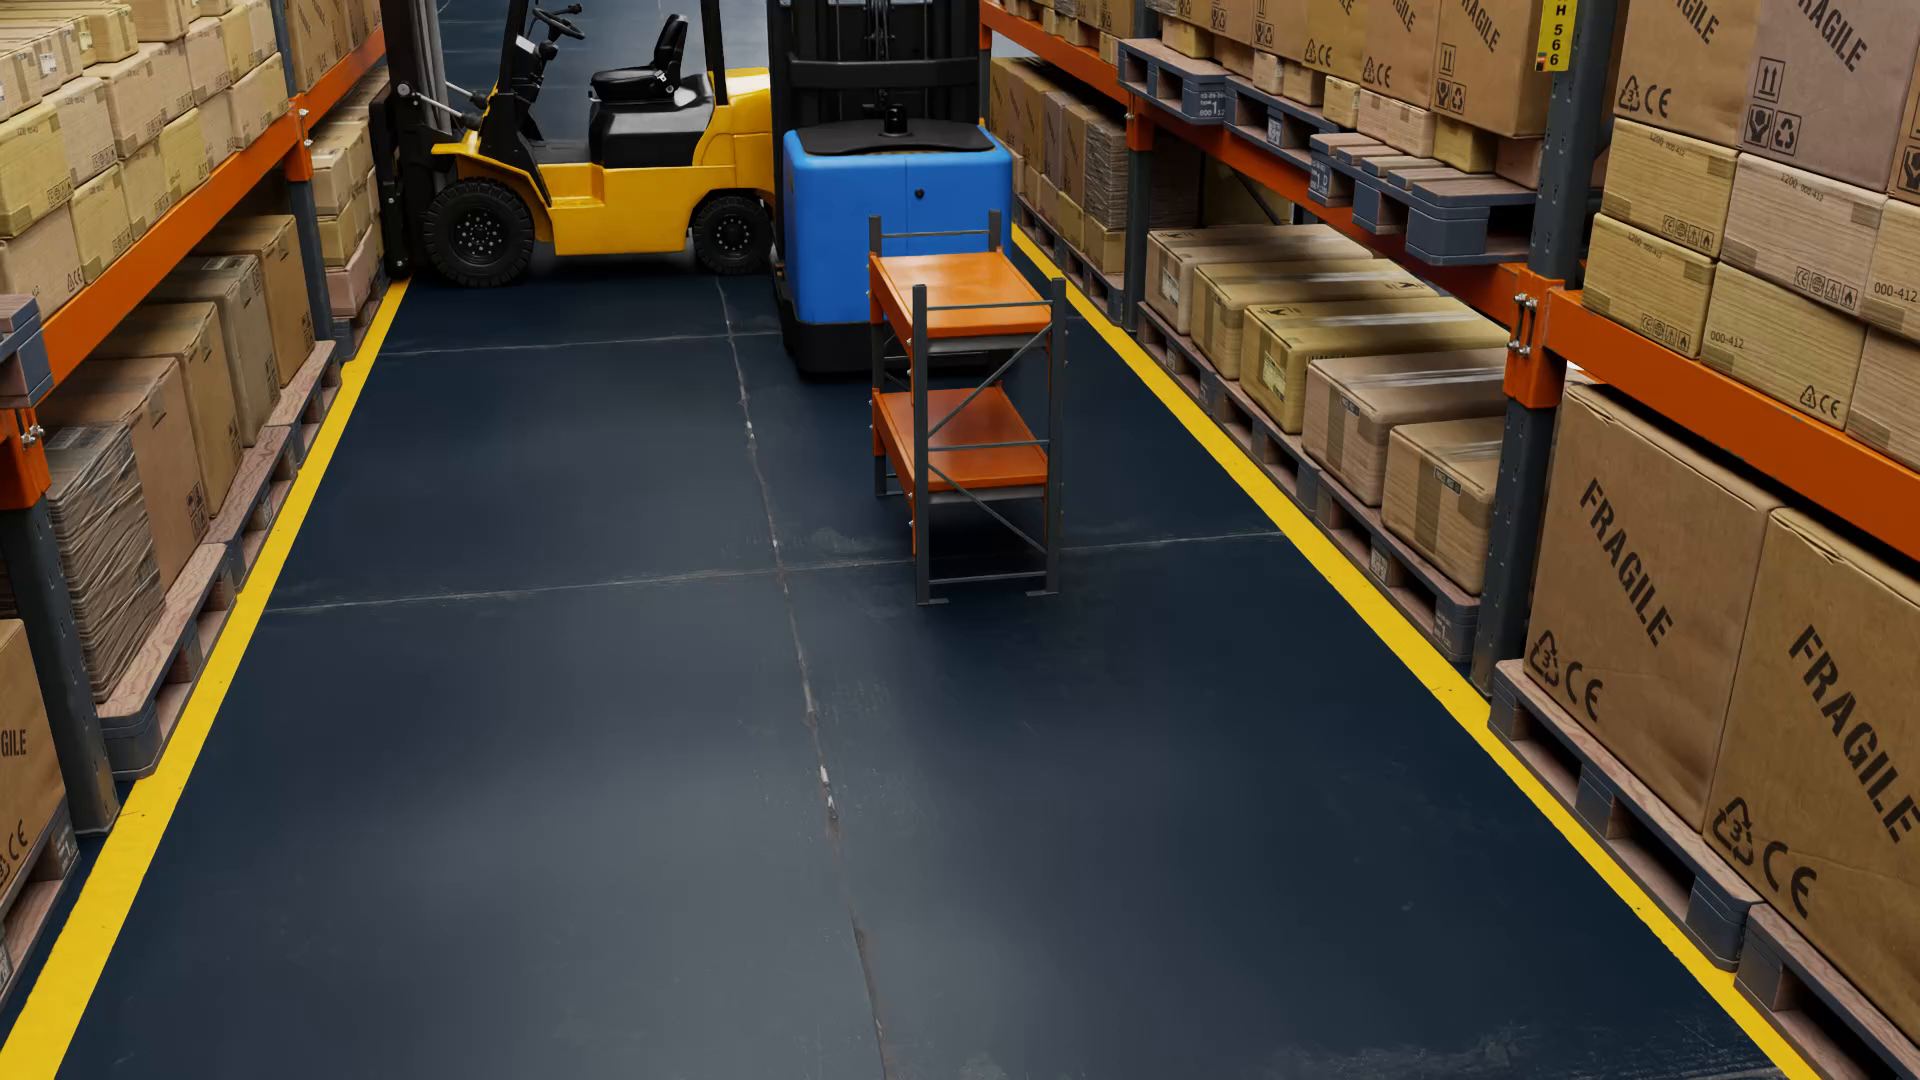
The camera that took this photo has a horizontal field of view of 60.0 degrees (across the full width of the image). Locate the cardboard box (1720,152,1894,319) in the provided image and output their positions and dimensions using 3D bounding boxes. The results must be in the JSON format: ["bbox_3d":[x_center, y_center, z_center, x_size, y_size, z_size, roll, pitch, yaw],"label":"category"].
[{"bbox_3d":[2.047,-0.680,3.623,0.500,0.250,0.500,-4,24,-8],"label":"cardboard box"}]

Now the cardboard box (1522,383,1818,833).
[{"bbox_3d":[2.147,0.118,4.362,0.875,0.875,0.875,-5,24,-10],"label":"cardboard box"}]

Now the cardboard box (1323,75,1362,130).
[{"bbox_3d":[1.495,-1.533,5.801,0.380,0.149,0.250,-4,24,-9],"label":"cardboard box"}]

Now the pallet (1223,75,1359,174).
[{"bbox_3d":[1.695,-1.629,6.471,1.003,0.211,1.213,-4,24,-10],"label":"pallet"}]

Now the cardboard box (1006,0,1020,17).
[{"bbox_3d":[0.513,-3.512,10.857,0.380,0.149,0.250,-4,24,-9],"label":"cardboard box"}]

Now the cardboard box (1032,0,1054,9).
[{"bbox_3d":[0.733,-3.460,9.927,0.500,0.500,0.500,-5,24,-11],"label":"cardboard box"}]

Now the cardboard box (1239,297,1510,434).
[{"bbox_3d":[1.727,-0.741,6.956,0.950,0.372,0.625,-4,24,-8],"label":"cardboard box"}]

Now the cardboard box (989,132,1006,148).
[{"bbox_3d":[0.499,-2.682,11.555,0.500,0.250,0.500,-5,24,-10],"label":"cardboard box"}]

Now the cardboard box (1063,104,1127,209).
[{"bbox_3d":[0.893,-2.203,9.521,0.500,0.500,0.500,-4,24,-9],"label":"cardboard box"}]

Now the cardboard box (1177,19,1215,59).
[{"bbox_3d":[1.191,-2.252,7.448,0.380,0.149,0.250,-4,24,-9],"label":"cardboard box"}]

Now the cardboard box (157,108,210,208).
[{"bbox_3d":[-2.903,-1.301,5.667,0.500,0.250,0.500,-4,24,-8],"label":"cardboard box"}]

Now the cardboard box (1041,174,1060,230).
[{"bbox_3d":[0.790,-2.068,10.149,0.500,0.250,0.500,-4,24,-9],"label":"cardboard box"}]

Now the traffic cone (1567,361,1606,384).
[{"bbox_3d":[2.967,-0.968,7.888,0.336,0.463,0.334,-4,24,-10],"label":"traffic cone"}]

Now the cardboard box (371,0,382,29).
[{"bbox_3d":[-3.820,-3.386,10.130,0.500,0.500,0.500,-4,24,-8],"label":"cardboard box"}]

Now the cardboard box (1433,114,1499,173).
[{"bbox_3d":[1.689,-1.230,5.108,0.380,0.149,0.250,-4,24,-9],"label":"cardboard box"}]

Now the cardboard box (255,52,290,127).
[{"bbox_3d":[-3.166,-1.898,7.035,0.500,0.250,0.500,-4,24,-9],"label":"cardboard box"}]

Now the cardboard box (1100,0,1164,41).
[{"bbox_3d":[1.035,-2.853,8.538,0.500,0.500,0.500,-5,24,-11],"label":"cardboard box"}]

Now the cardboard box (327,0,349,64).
[{"bbox_3d":[-3.549,-2.788,8.761,0.500,0.500,0.500,-5,24,-10],"label":"cardboard box"}]

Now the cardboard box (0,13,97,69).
[{"bbox_3d":[-2.806,-1.465,4.921,0.380,0.149,0.250,-4,24,-9],"label":"cardboard box"}]

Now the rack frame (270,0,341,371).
[{"bbox_3d":[-3.516,-2.146,7.415,1.000,3.000,0.127,-4,24,-10],"label":"rack frame"}]

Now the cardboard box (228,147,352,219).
[{"bbox_3d":[-3.297,-1.750,8.170,0.500,0.250,0.500,-5,24,-11],"label":"cardboard box"}]

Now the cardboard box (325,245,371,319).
[{"bbox_3d":[-3.280,-1.293,8.373,0.500,0.250,0.500,-4,24,-9],"label":"cardboard box"}]

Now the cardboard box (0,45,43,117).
[{"bbox_3d":[-2.596,-1.167,4.240,0.380,0.149,0.250,-4,24,-9],"label":"cardboard box"}]

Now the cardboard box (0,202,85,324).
[{"bbox_3d":[-2.618,-0.696,4.283,0.500,0.250,0.500,-4,24,-10],"label":"cardboard box"}]

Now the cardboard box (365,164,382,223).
[{"bbox_3d":[-3.479,-1.917,9.177,0.500,0.250,0.500,-5,24,-10],"label":"cardboard box"}]

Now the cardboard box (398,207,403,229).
[{"bbox_3d":[-3.574,-1.893,9.748,0.500,0.250,0.500,-4,24,-8],"label":"cardboard box"}]

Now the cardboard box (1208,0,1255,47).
[{"bbox_3d":[1.338,-2.291,6.726,0.500,0.500,0.500,-4,24,-10],"label":"cardboard box"}]

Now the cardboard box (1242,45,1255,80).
[{"bbox_3d":[1.369,-1.945,6.744,0.380,0.149,0.250,-4,24,-9],"label":"cardboard box"}]

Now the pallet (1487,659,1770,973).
[{"bbox_3d":[2.173,0.653,4.492,1.003,0.211,1.213,-4,24,-10],"label":"pallet"}]

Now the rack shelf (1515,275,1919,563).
[{"bbox_3d":[2.471,0.175,3.000,1.077,0.370,4.000,-4,24,-10],"label":"rack shelf"}]

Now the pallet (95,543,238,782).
[{"bbox_3d":[-2.890,0.379,5.119,1.003,0.211,1.213,-4,24,-10],"label":"pallet"}]

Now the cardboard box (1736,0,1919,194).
[{"bbox_3d":[2.053,-1.039,3.506,0.500,0.500,0.500,-4,24,-10],"label":"cardboard box"}]

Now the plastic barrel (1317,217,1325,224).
[{"bbox_3d":[2.492,-2.207,10.774,0.512,0.421,0.421,13,27,27],"label":"plastic barrel"}]

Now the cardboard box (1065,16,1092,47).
[{"bbox_3d":[0.811,-2.903,9.462,0.380,0.149,0.250,-5,24,-11],"label":"cardboard box"}]

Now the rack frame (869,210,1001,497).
[{"bbox_3d":[-0.093,-0.713,6.477,0.500,1.125,0.032,-4,24,-10],"label":"rack frame"}]

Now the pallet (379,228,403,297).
[{"bbox_3d":[-3.851,-1.665,9.797,1.003,0.211,1.213,-4,24,-10],"label":"pallet"}]

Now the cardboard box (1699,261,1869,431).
[{"bbox_3d":[2.057,-0.461,3.744,0.500,0.250,0.500,-5,24,-11],"label":"cardboard box"}]

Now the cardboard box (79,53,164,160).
[{"bbox_3d":[-2.789,-1.329,5.109,0.500,0.250,0.500,-5,24,-11],"label":"cardboard box"}]

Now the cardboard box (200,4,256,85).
[{"bbox_3d":[-3.072,-1.930,6.484,0.500,0.250,0.500,-5,24,-11],"label":"cardboard box"}]

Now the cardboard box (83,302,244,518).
[{"bbox_3d":[-3.131,-0.444,5.961,0.875,0.625,0.625,-5,24,-12],"label":"cardboard box"}]

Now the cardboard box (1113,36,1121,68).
[{"bbox_3d":[1.002,-2.503,8.547,0.380,0.149,0.250,-5,24,-10],"label":"cardboard box"}]

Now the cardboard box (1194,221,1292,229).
[{"bbox_3d":[1.518,-1.699,9.303,0.500,0.250,0.500,-5,24,-12],"label":"cardboard box"}]

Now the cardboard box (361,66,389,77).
[{"bbox_3d":[-3.864,-2.951,10.922,0.500,0.250,0.500,-4,24,-8],"label":"cardboard box"}]

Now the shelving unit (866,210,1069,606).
[{"bbox_3d":[0.001,-0.513,6.019,0.538,1.125,1.048,-4,24,-10],"label":"shelving unit"}]

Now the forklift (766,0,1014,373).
[{"bbox_3d":[-0.481,-2.696,8.761,1.130,2.935,3.031,-4,24,-8],"label":"forklift"}]

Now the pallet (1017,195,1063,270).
[{"bbox_3d":[0.974,-1.979,10.517,1.003,0.211,1.213,-4,24,-10],"label":"pallet"}]

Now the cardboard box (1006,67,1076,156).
[{"bbox_3d":[0.605,-2.811,10.913,0.500,0.500,0.500,-5,24,-12],"label":"cardboard box"}]

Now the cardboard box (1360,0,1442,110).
[{"bbox_3d":[1.638,-1.676,5.319,0.500,0.500,0.500,-5,24,-11],"label":"cardboard box"}]

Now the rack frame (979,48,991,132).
[{"bbox_3d":[0.622,-4.088,11.862,1.000,3.000,0.127,-4,24,-10],"label":"rack frame"}]

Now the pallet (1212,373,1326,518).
[{"bbox_3d":[1.736,-0.450,7.015,1.003,0.211,1.213,-4,24,-10],"label":"pallet"}]

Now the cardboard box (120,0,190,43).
[{"bbox_3d":[-2.844,-1.772,5.624,0.380,0.149,0.250,-5,24,-11],"label":"cardboard box"}]

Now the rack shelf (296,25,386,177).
[{"bbox_3d":[-3.886,-2.603,9.360,1.077,0.370,4.000,-4,24,-10],"label":"rack shelf"}]

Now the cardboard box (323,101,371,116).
[{"bbox_3d":[-3.574,-2.353,9.552,0.500,0.250,0.500,-5,24,-11],"label":"cardboard box"}]
